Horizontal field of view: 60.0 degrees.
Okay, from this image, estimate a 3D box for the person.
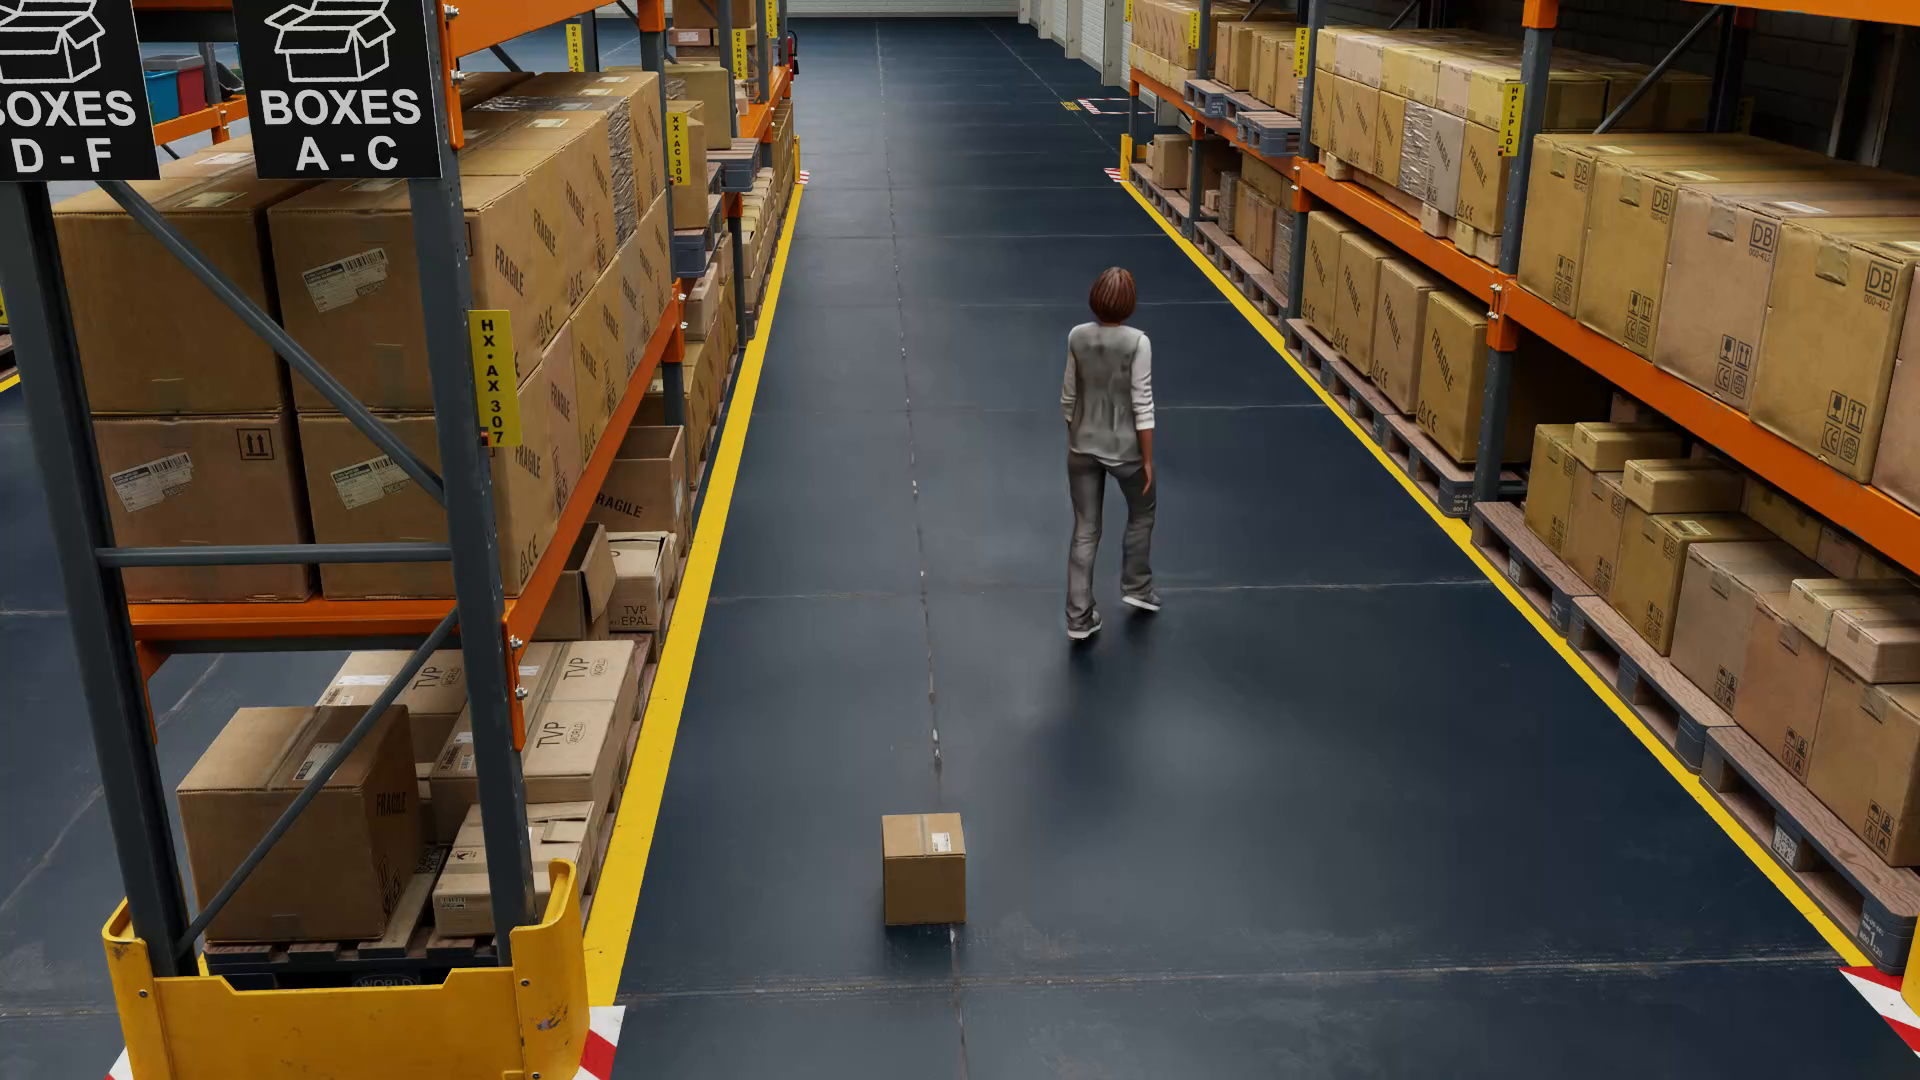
[{"bbox_3d":[0.642,-0.368,7.069,0.449,1.621,0.675,8,22,21],"label":"person"}]
